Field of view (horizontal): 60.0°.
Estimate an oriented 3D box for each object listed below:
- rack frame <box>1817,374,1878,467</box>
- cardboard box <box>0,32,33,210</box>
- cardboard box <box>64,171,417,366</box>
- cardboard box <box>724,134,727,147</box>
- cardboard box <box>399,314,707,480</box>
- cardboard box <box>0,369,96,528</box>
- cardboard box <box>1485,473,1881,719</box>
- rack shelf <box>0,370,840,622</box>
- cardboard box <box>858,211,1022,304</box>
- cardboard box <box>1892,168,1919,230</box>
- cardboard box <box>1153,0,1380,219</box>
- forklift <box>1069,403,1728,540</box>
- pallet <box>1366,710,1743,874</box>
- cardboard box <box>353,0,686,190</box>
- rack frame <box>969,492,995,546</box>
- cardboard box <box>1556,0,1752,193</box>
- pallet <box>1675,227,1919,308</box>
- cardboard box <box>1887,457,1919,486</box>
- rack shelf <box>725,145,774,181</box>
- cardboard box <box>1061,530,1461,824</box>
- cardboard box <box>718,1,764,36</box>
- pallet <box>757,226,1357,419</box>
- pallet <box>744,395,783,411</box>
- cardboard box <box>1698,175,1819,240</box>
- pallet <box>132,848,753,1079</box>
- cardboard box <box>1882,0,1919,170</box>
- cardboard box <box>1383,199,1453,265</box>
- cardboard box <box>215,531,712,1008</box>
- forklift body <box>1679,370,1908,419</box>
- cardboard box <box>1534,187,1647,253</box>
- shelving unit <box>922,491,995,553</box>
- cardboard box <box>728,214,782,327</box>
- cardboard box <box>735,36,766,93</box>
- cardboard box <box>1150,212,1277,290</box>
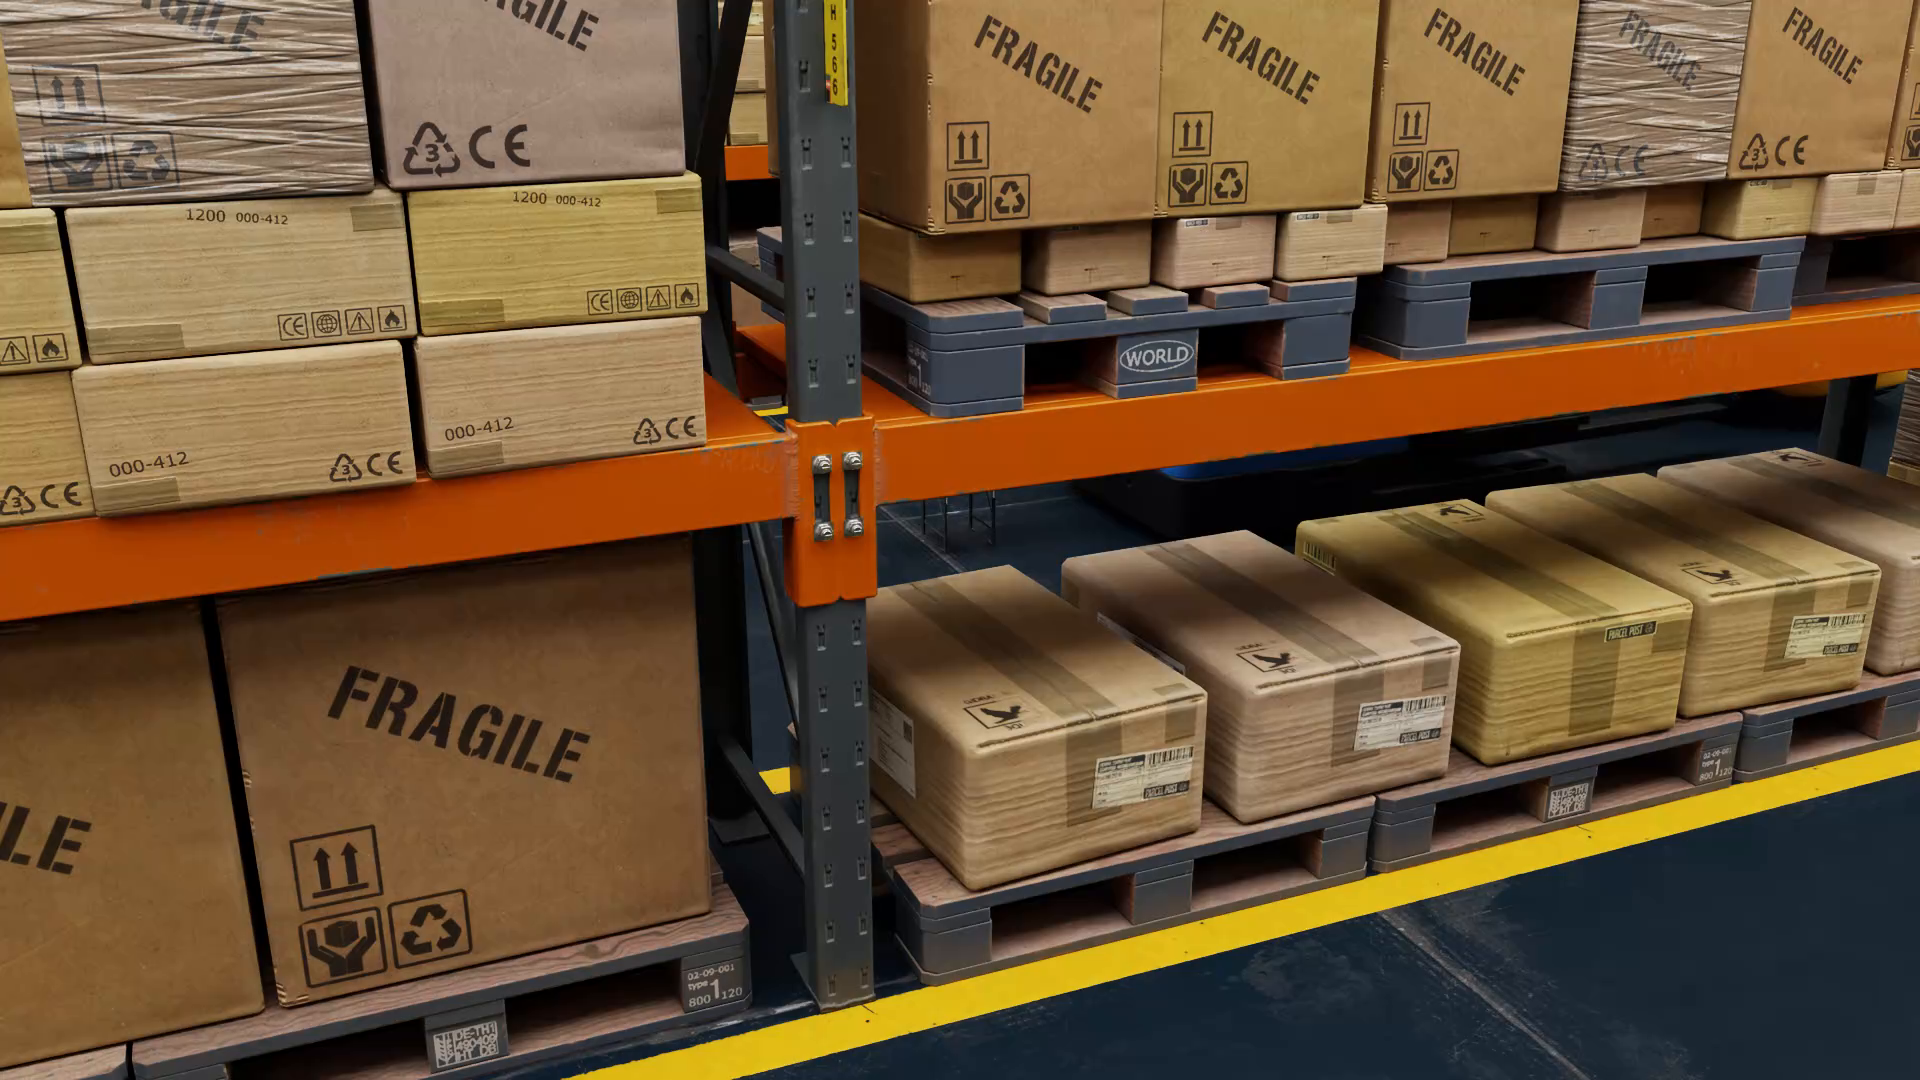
[{"bbox_3d":[3.232,-1.073,5.054,0.127,3.000,1.000,-8,21,-22],"label":"rack frame"},{"bbox_3d":[-1.738,-0.785,2.578,0.500,0.500,0.500,-8,21,-22],"label":"cardboard box"},{"bbox_3d":[-1.254,-0.502,2.905,0.500,0.250,0.500,-9,21,-23],"label":"cardboard box"},{"bbox_3d":[-1.442,-2.038,8.019,0.500,0.250,0.500,-9,21,-23],"label":"cardboard box"},{"bbox_3d":[-0.802,-0.331,3.170,0.500,0.250,0.500,-9,21,-24],"label":"cardboard box"},{"bbox_3d":[-1.734,-0.197,2.792,0.500,0.250,0.500,-8,21,-22],"label":"cardboard box"},{"bbox_3d":[2.093,0.134,4.951,0.625,0.372,0.950,-7,21,-19],"label":"cardboard box"},{"bbox_3d":[-2.277,0.055,2.931,4.000,0.370,1.077,-8,21,-22],"label":"rack shelf"},{"bbox_3d":[-0.069,-0.613,3.491,0.250,0.149,0.380,-9,22,-25],"label":"cardboard box"},{"bbox_3d":[2.397,-0.927,4.384,0.250,0.149,0.380,-9,21,-23],"label":"cardboard box"},{"bbox_3d":[0.540,-0.992,3.592,0.500,0.500,0.500,-7,21,-19],"label":"cardboard box"},{"bbox_3d":[1.980,-1.666,6.840,3.031,2.935,1.130,-9,21,-23],"label":"forklift"},{"bbox_3d":[1.396,0.507,4.765,1.213,0.211,1.003,-8,21,-22],"label":"pallet"},{"bbox_3d":[-0.812,-0.918,2.957,0.500,0.500,0.500,-9,21,-23],"label":"cardboard box"},{"bbox_3d":[0.086,-0.437,6.408,0.006,0.900,0.240,-8,21,-22],"label":"rack frame"},{"bbox_3d":[1.487,-1.127,3.976,0.500,0.500,0.500,-9,21,-24],"label":"cardboard box"},{"bbox_3d":[2.473,-0.927,4.926,1.213,0.211,1.003,-8,21,-22],"label":"pallet"},{"bbox_3d":[3.669,-0.134,5.894,0.500,0.250,0.500,-7,21,-19],"label":"cardboard box"},{"bbox_3d":[-0.574,-1.984,8.723,4.000,0.370,1.077,-8,21,-22],"label":"rack shelf"},{"bbox_3d":[0.757,0.324,4.411,0.625,0.372,0.950,-9,21,-23],"label":"cardboard box"},{"bbox_3d":[-1.077,-2.523,8.044,0.250,0.149,0.380,-8,21,-21],"label":"cardboard box"},{"bbox_3d":[0.172,-0.583,3.949,1.003,0.211,1.213,-8,21,-22],"label":"pallet"},{"bbox_3d":[-1.639,-0.841,8.594,1.213,0.211,1.003,-8,21,-22],"label":"pallet"},{"bbox_3d":[1.927,-0.871,4.226,0.250,0.149,0.380,-8,21,-22],"label":"cardboard box"},{"bbox_3d":[-1.194,0.849,3.793,1.213,0.211,1.003,-8,21,-22],"label":"pallet"},{"bbox_3d":[2.444,-1.262,4.360,0.500,0.500,0.500,-8,21,-22],"label":"cardboard box"},{"bbox_3d":[0.925,-0.747,3.873,0.250,0.149,0.380,-7,21,-19],"label":"cardboard box"},{"bbox_3d":[-1.108,0.323,3.656,0.875,0.875,0.875,-8,21,-22],"label":"cardboard box"},{"bbox_3d":[3.917,-1.906,8.698,1.214,2.155,2.313,-8,21,-22],"label":"forklift body"},{"bbox_3d":[1.435,-0.810,4.053,0.250,0.149,0.380,-7,21,-20],"label":"cardboard box"},{"bbox_3d":[-0.007,-0.423,6.370,0.210,0.900,0.258,-8,21,-22],"label":"shelving unit"},{"bbox_3d":[-1.235,-1.304,8.653,0.625,0.625,0.875,-7,21,-20],"label":"cardboard box"},{"bbox_3d":[-0.958,-2.338,8.119,0.500,0.250,0.500,-9,21,-23],"label":"cardboard box"},{"bbox_3d":[0.474,-0.662,3.630,0.250,0.149,0.380,-10,22,-25],"label":"cardboard box"}]
